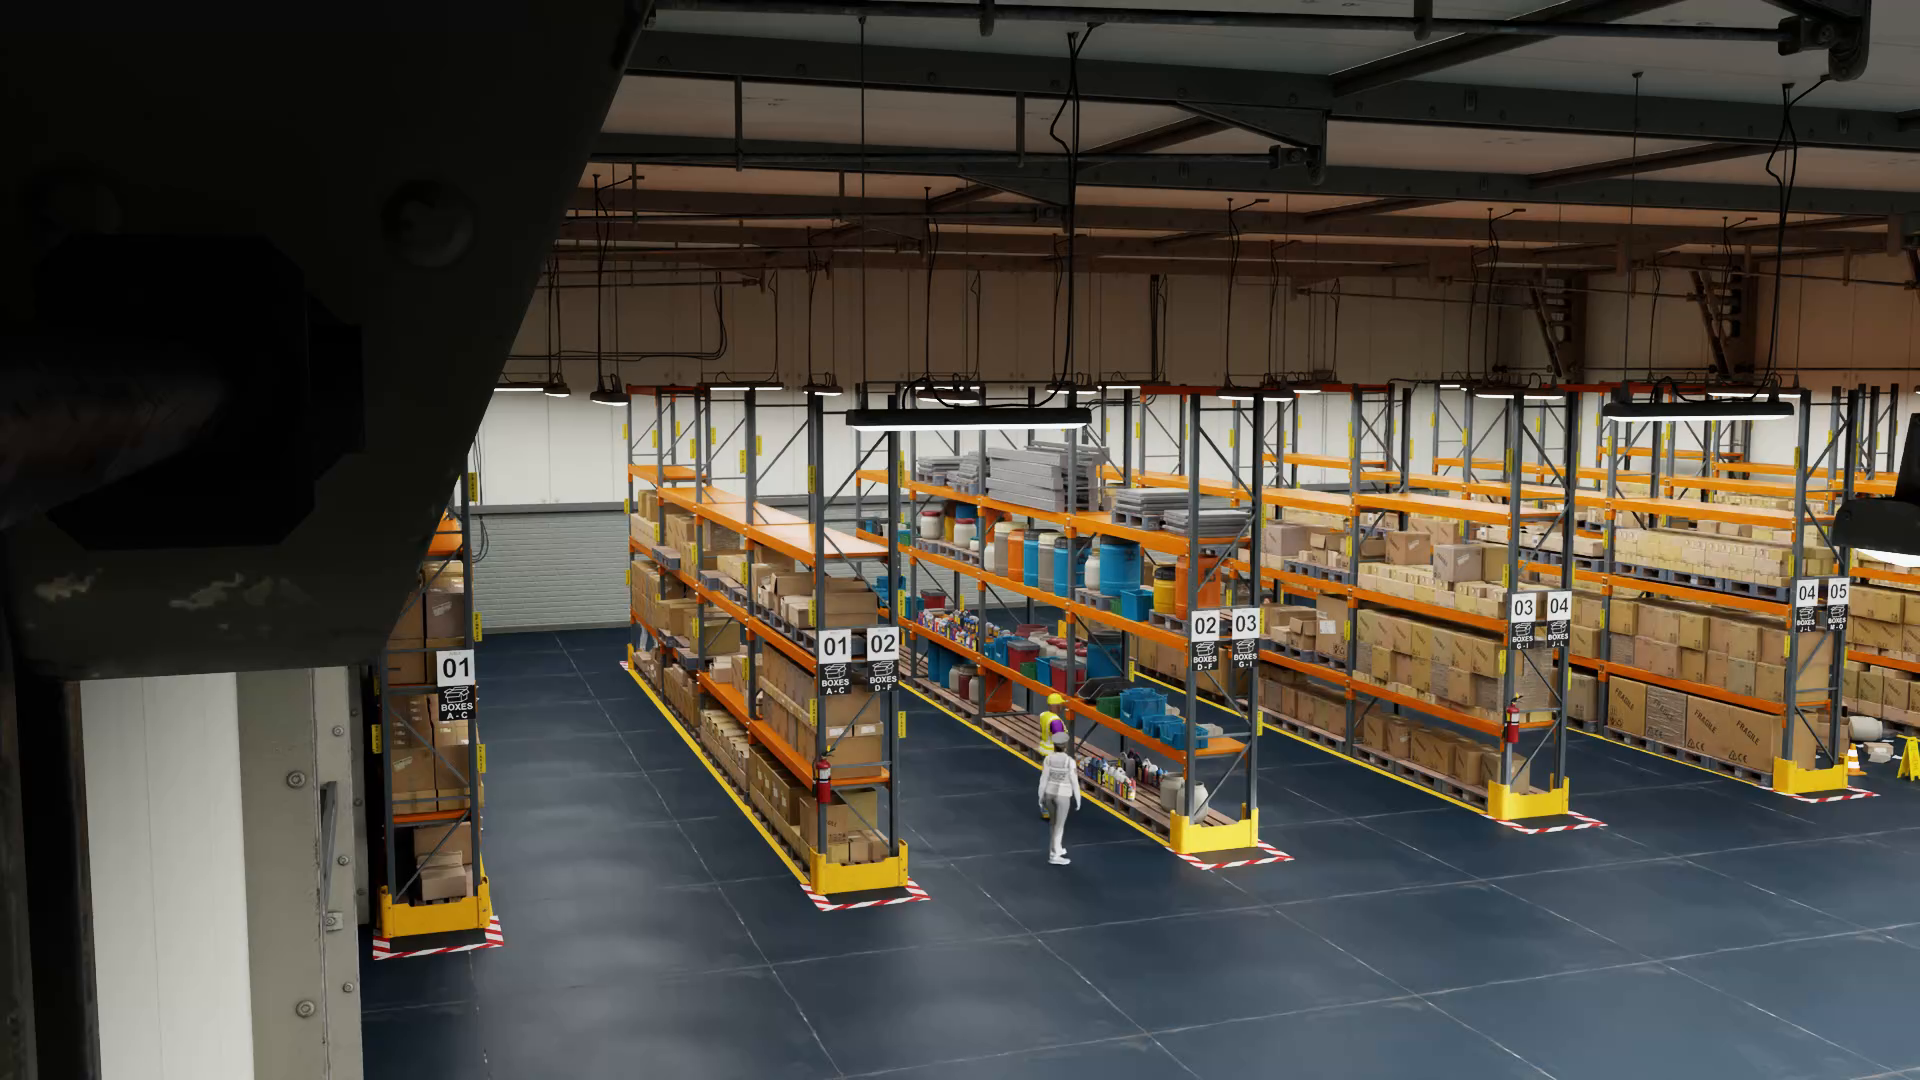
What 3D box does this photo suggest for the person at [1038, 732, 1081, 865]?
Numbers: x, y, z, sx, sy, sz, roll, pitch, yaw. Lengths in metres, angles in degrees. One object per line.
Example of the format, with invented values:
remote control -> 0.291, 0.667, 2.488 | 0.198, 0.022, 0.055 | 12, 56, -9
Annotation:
person -> 1.324, 3.297, 21.379 | 0.521, 1.684, 0.543 | 6, 8, 44

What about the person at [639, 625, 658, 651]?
person -> -6.859, 1.633, 36.932 | 0.602, 1.789, 0.435 | -3, 6, -23

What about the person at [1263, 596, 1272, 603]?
person -> 6.203, 1.975, 34.473 | 0.626, 1.633, 0.481 | 0, 6, -2

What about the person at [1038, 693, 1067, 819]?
person -> 1.353, 3.037, 23.403 | 0.456, 1.781, 0.603 | -1, 6, -13
